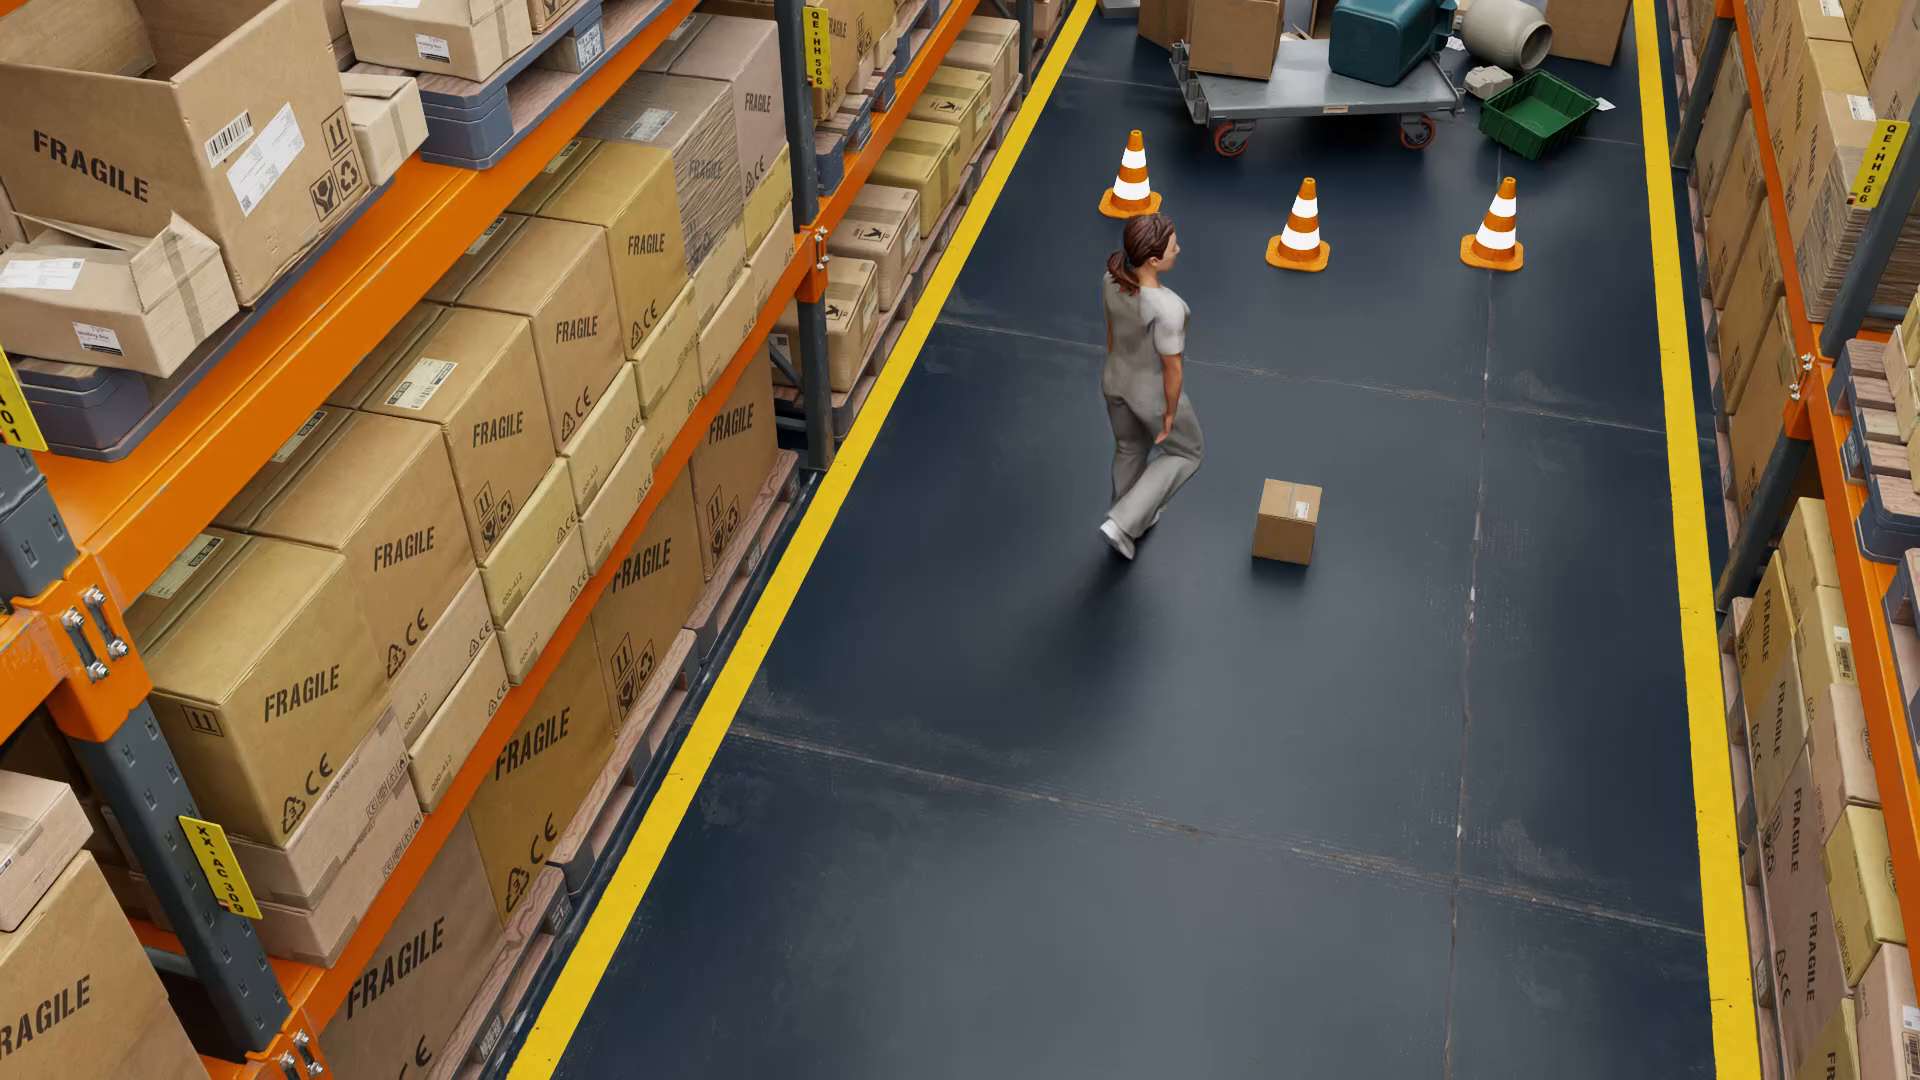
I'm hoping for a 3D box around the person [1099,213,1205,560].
[{"bbox_3d":[0.743,-0.599,6.822,0.524,1.661,0.452,-31,50,-30],"label":"person"}]
